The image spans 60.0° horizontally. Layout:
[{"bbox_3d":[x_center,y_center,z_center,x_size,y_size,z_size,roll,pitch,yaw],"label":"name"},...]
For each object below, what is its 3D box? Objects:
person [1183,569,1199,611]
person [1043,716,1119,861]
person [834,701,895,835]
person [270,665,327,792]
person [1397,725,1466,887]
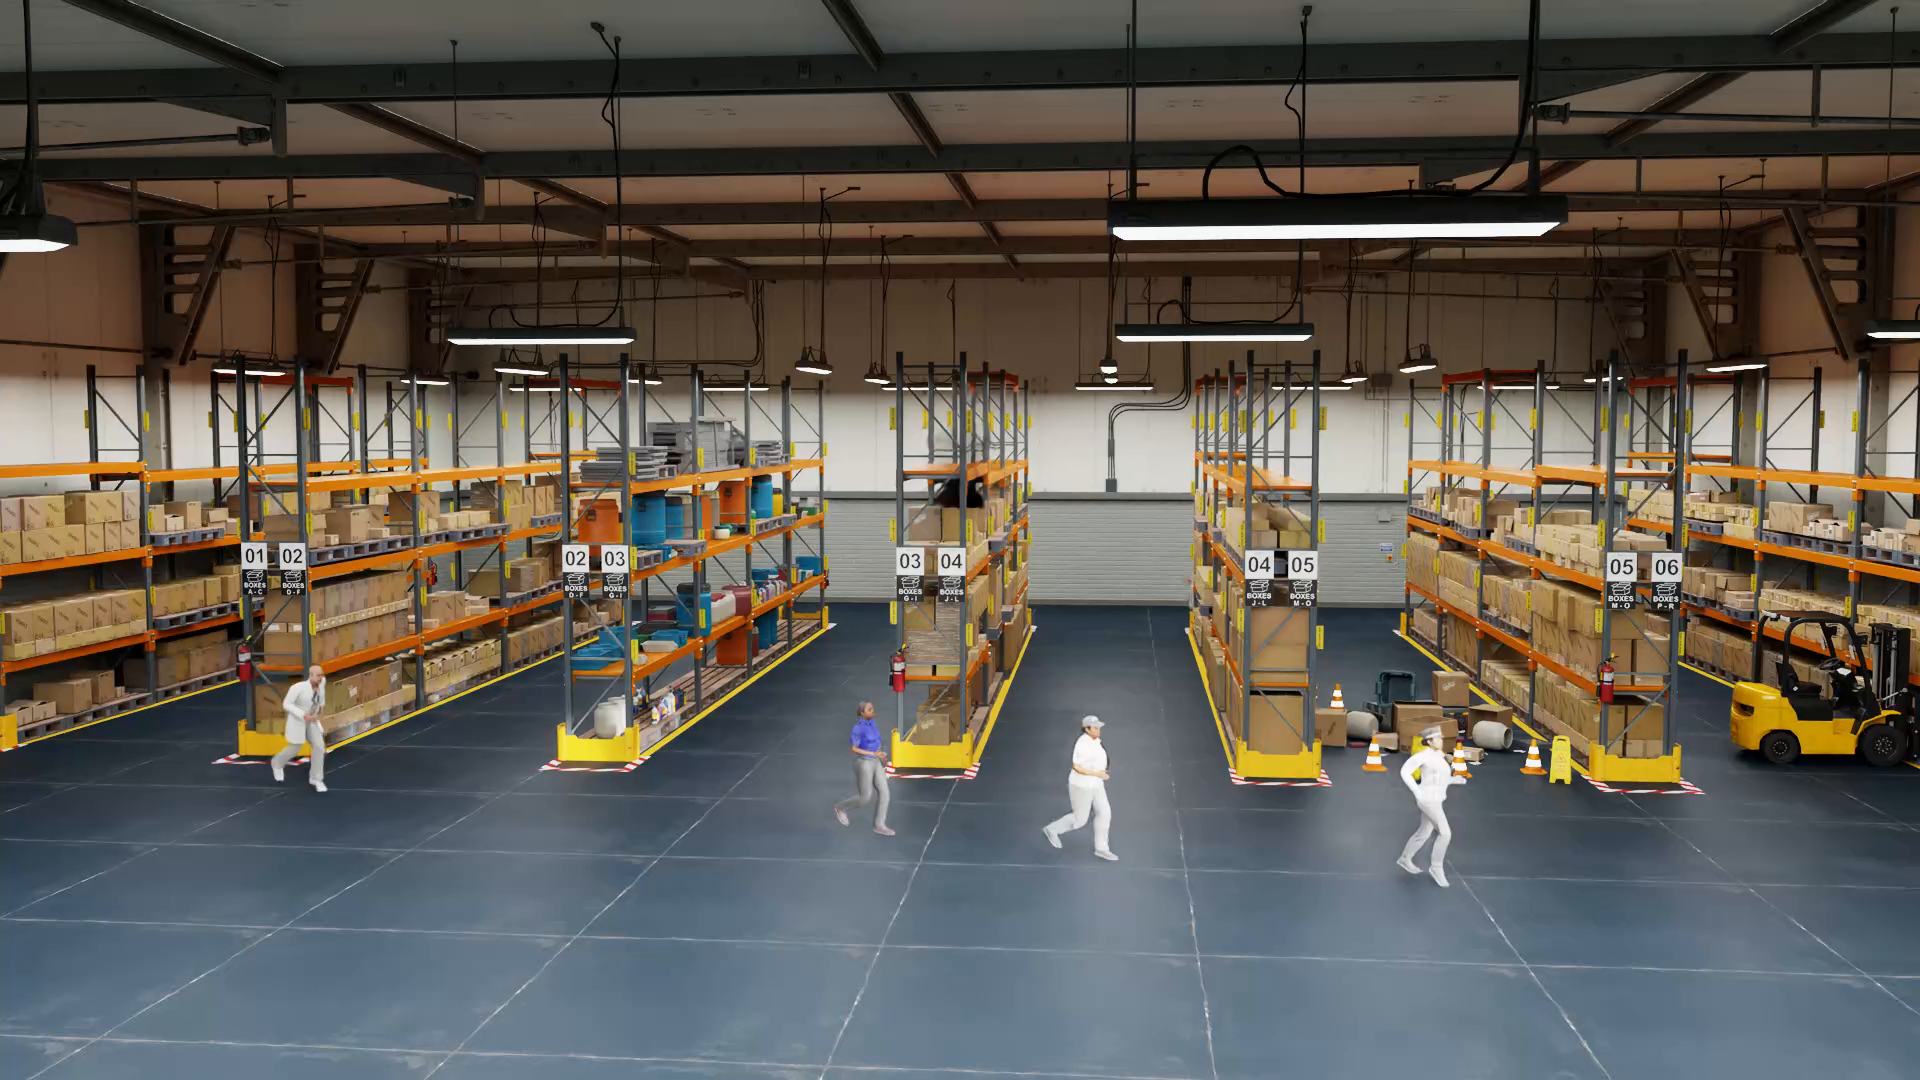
[{"bbox_3d":[5.786,1.264,40.545,0.685,1.788,0.664,-1,4,-11],"label":"person"},{"bbox_3d":[1.404,2.829,19.091,0.886,1.647,0.592,2,5,29],"label":"person"},{"bbox_3d":[-1.142,2.759,20.221,0.784,1.607,0.589,2,5,29],"label":"person"},{"bbox_3d":[-9.050,2.555,22.762,1.099,1.740,0.750,2,4,25],"label":"person"},{"bbox_3d":[5.121,2.882,18.116,0.747,1.747,0.592,3,5,37],"label":"person"}]
